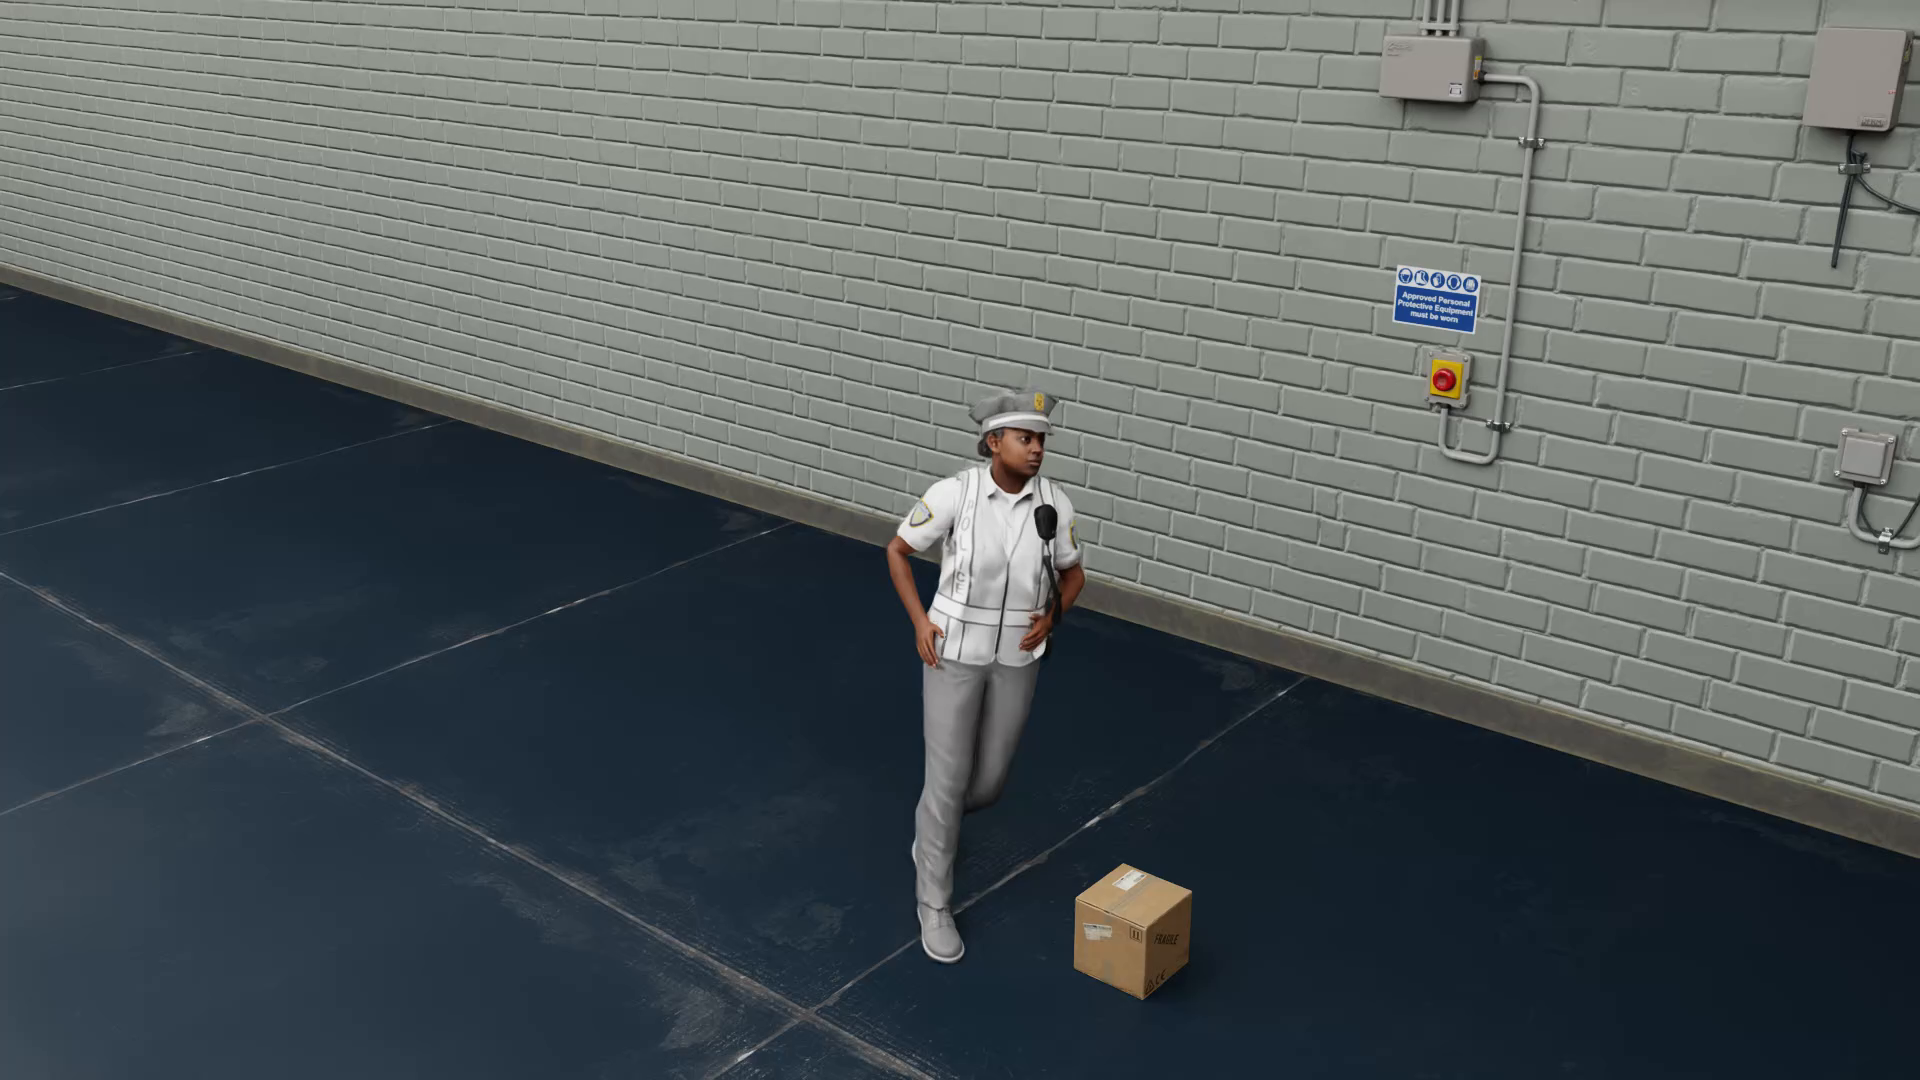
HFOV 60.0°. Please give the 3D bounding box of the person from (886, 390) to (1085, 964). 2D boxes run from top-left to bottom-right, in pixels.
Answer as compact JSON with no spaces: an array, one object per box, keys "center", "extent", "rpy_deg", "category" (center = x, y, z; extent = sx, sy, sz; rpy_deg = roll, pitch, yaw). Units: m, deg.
[{"center":[0.112,0.369,5.078],"extent":[0.606,1.671,0.672],"rpy_deg":[-5,21,-13],"category":"person"}]
